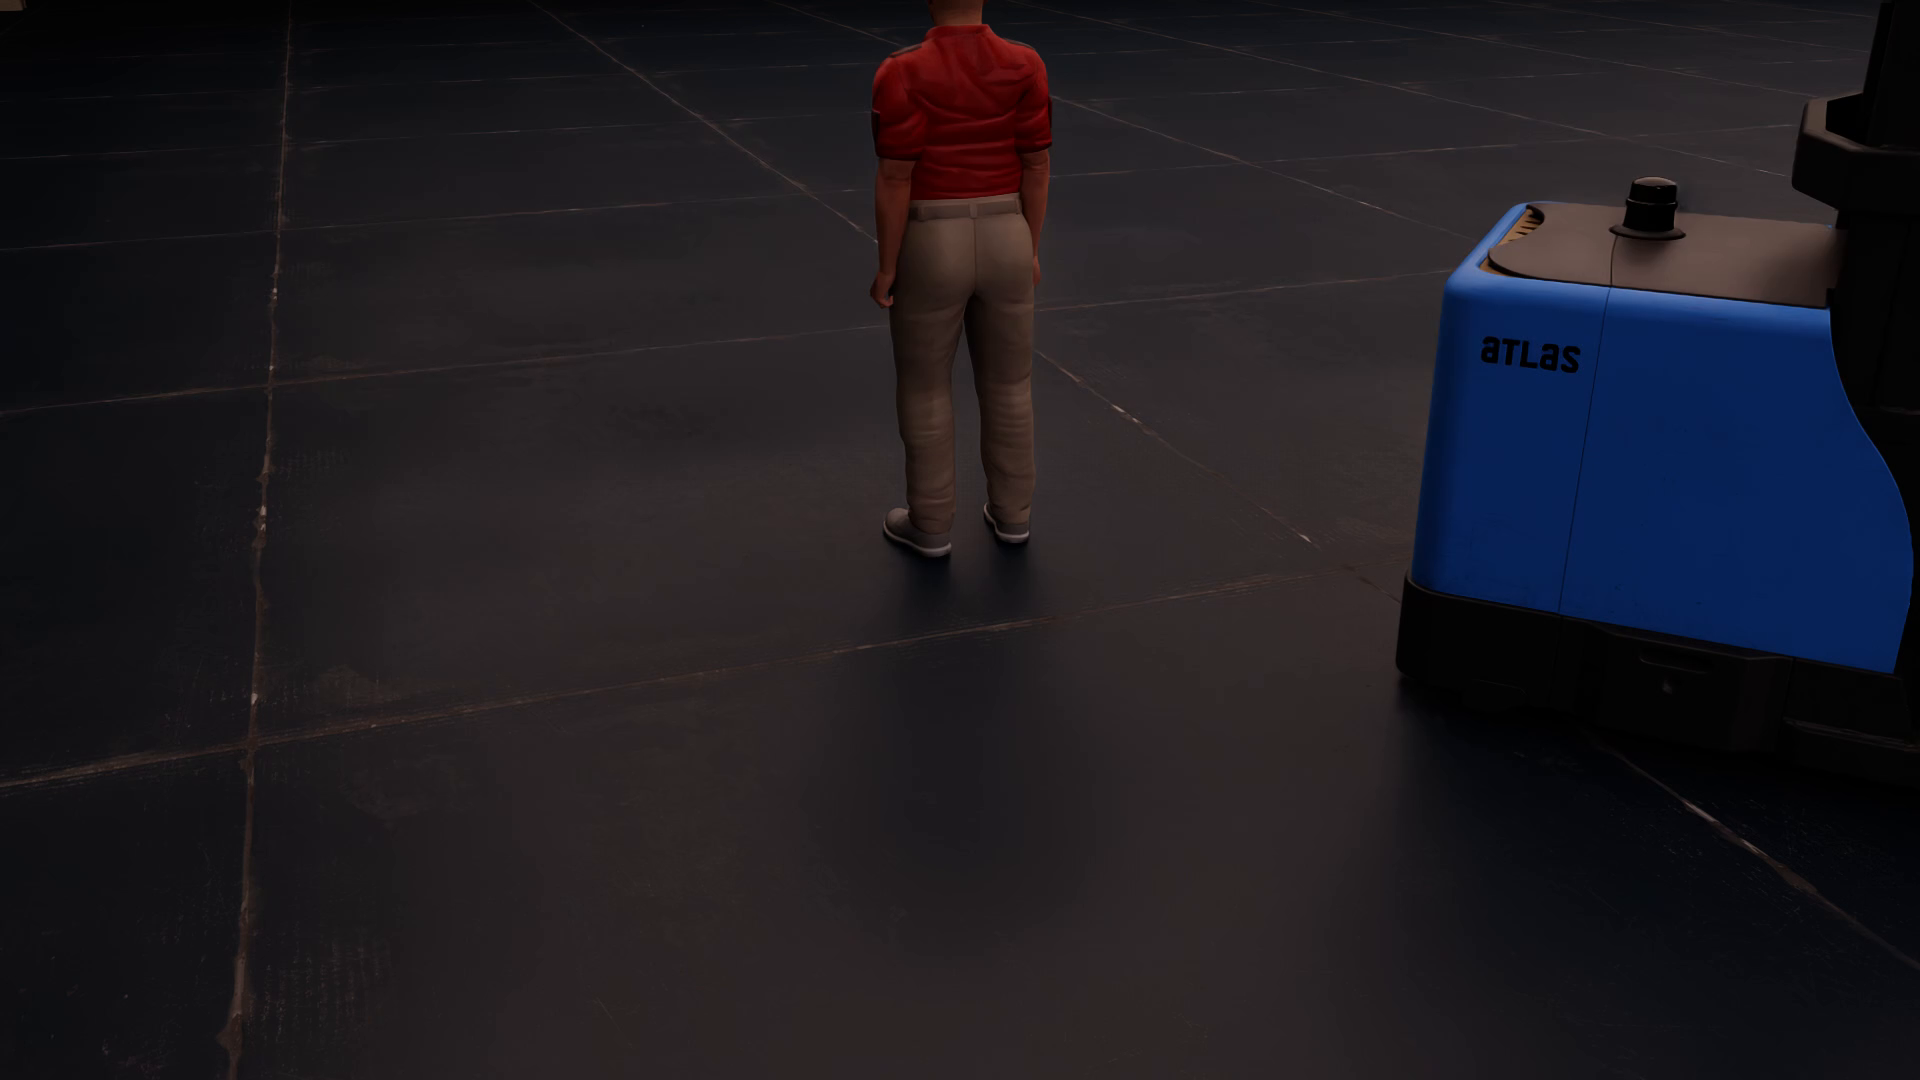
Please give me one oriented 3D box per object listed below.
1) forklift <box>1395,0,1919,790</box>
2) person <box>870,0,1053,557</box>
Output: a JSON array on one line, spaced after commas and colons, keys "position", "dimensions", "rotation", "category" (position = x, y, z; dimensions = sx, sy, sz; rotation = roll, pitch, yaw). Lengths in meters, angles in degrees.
[{"position": [2.643, -0.875, 3.379], "dimensions": [3.031, 2.935, 1.130], "rotation": [11, 25, 24], "category": "forklift"}, {"position": [-0.011, -0.799, 4.757], "dimensions": [0.526, 1.728, 0.385], "rotation": [-8, 24, -18], "category": "person"}]
